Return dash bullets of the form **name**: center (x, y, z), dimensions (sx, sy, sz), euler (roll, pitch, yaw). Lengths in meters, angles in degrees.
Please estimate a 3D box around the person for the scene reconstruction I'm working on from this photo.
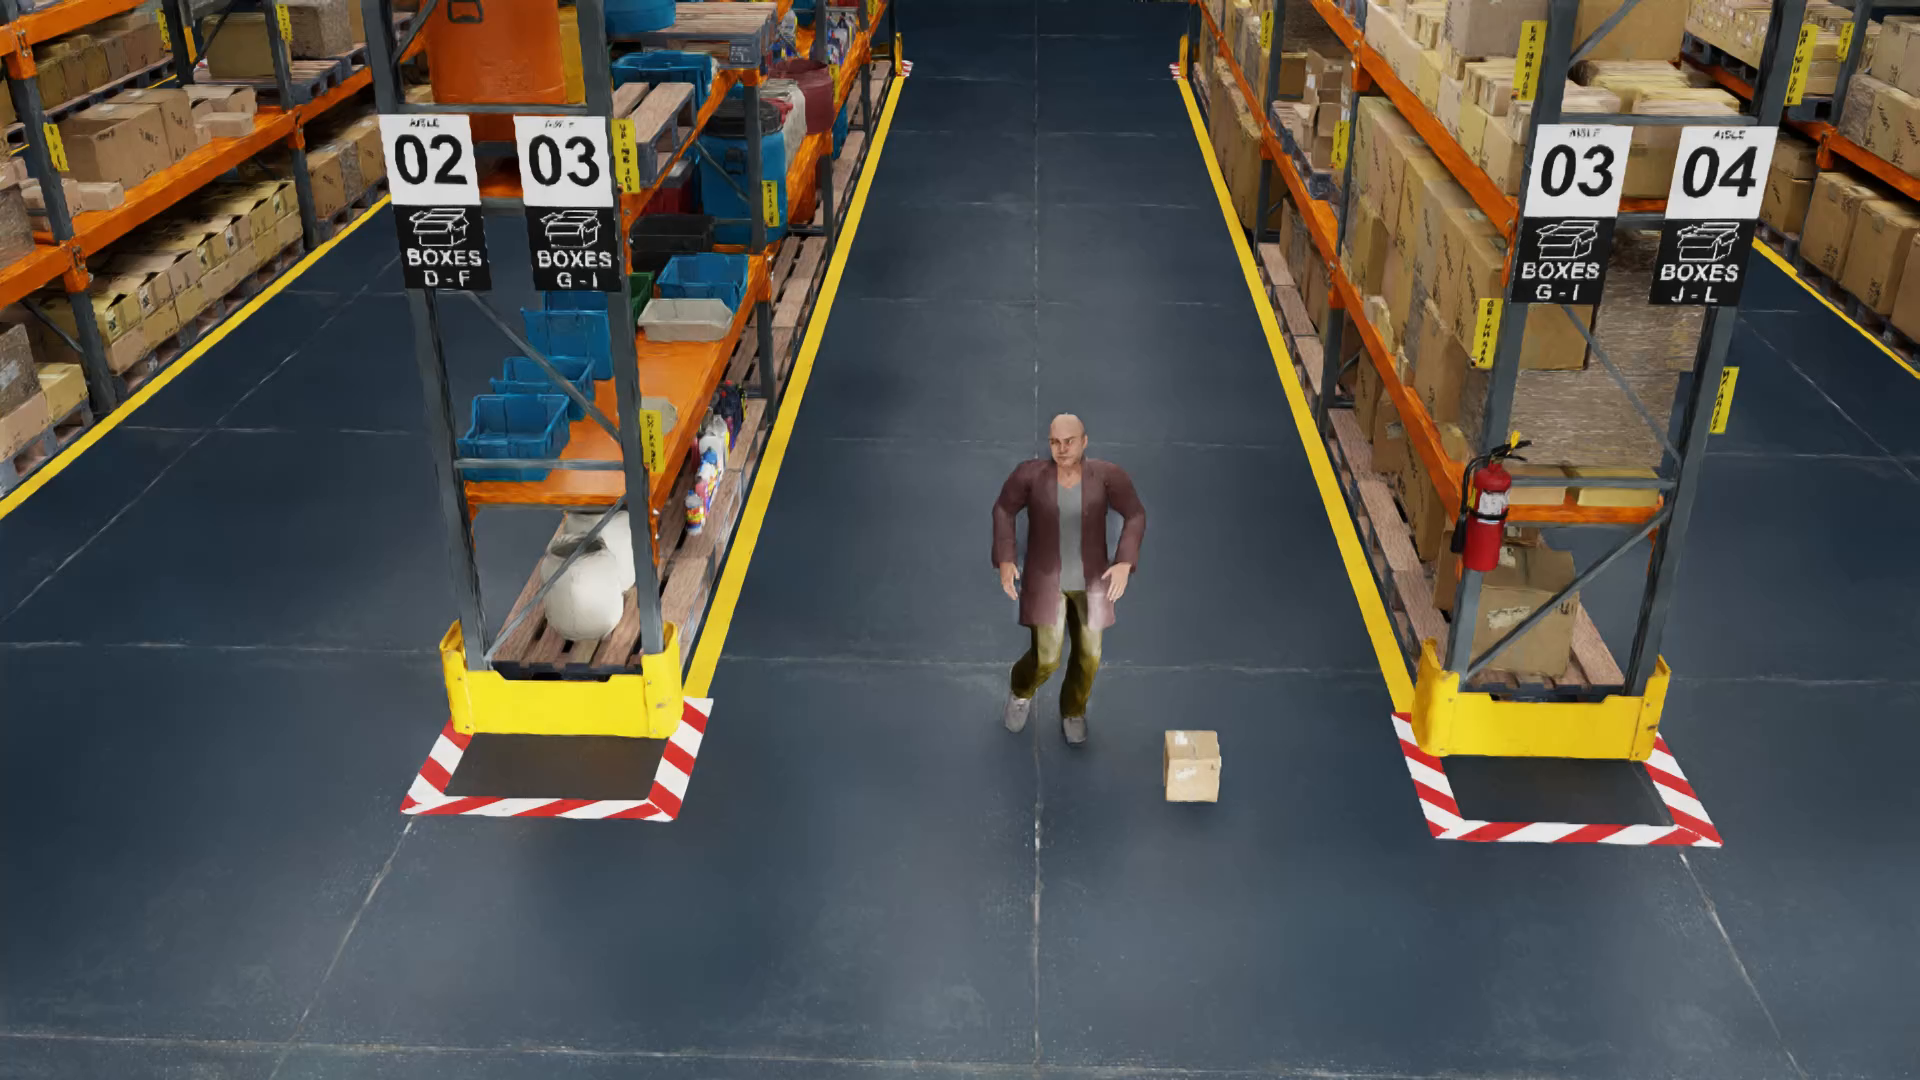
- **person**: center (0.548, 0.207, 8.278), dimensions (0.766, 1.744, 0.530), euler (-4, 28, -7)
